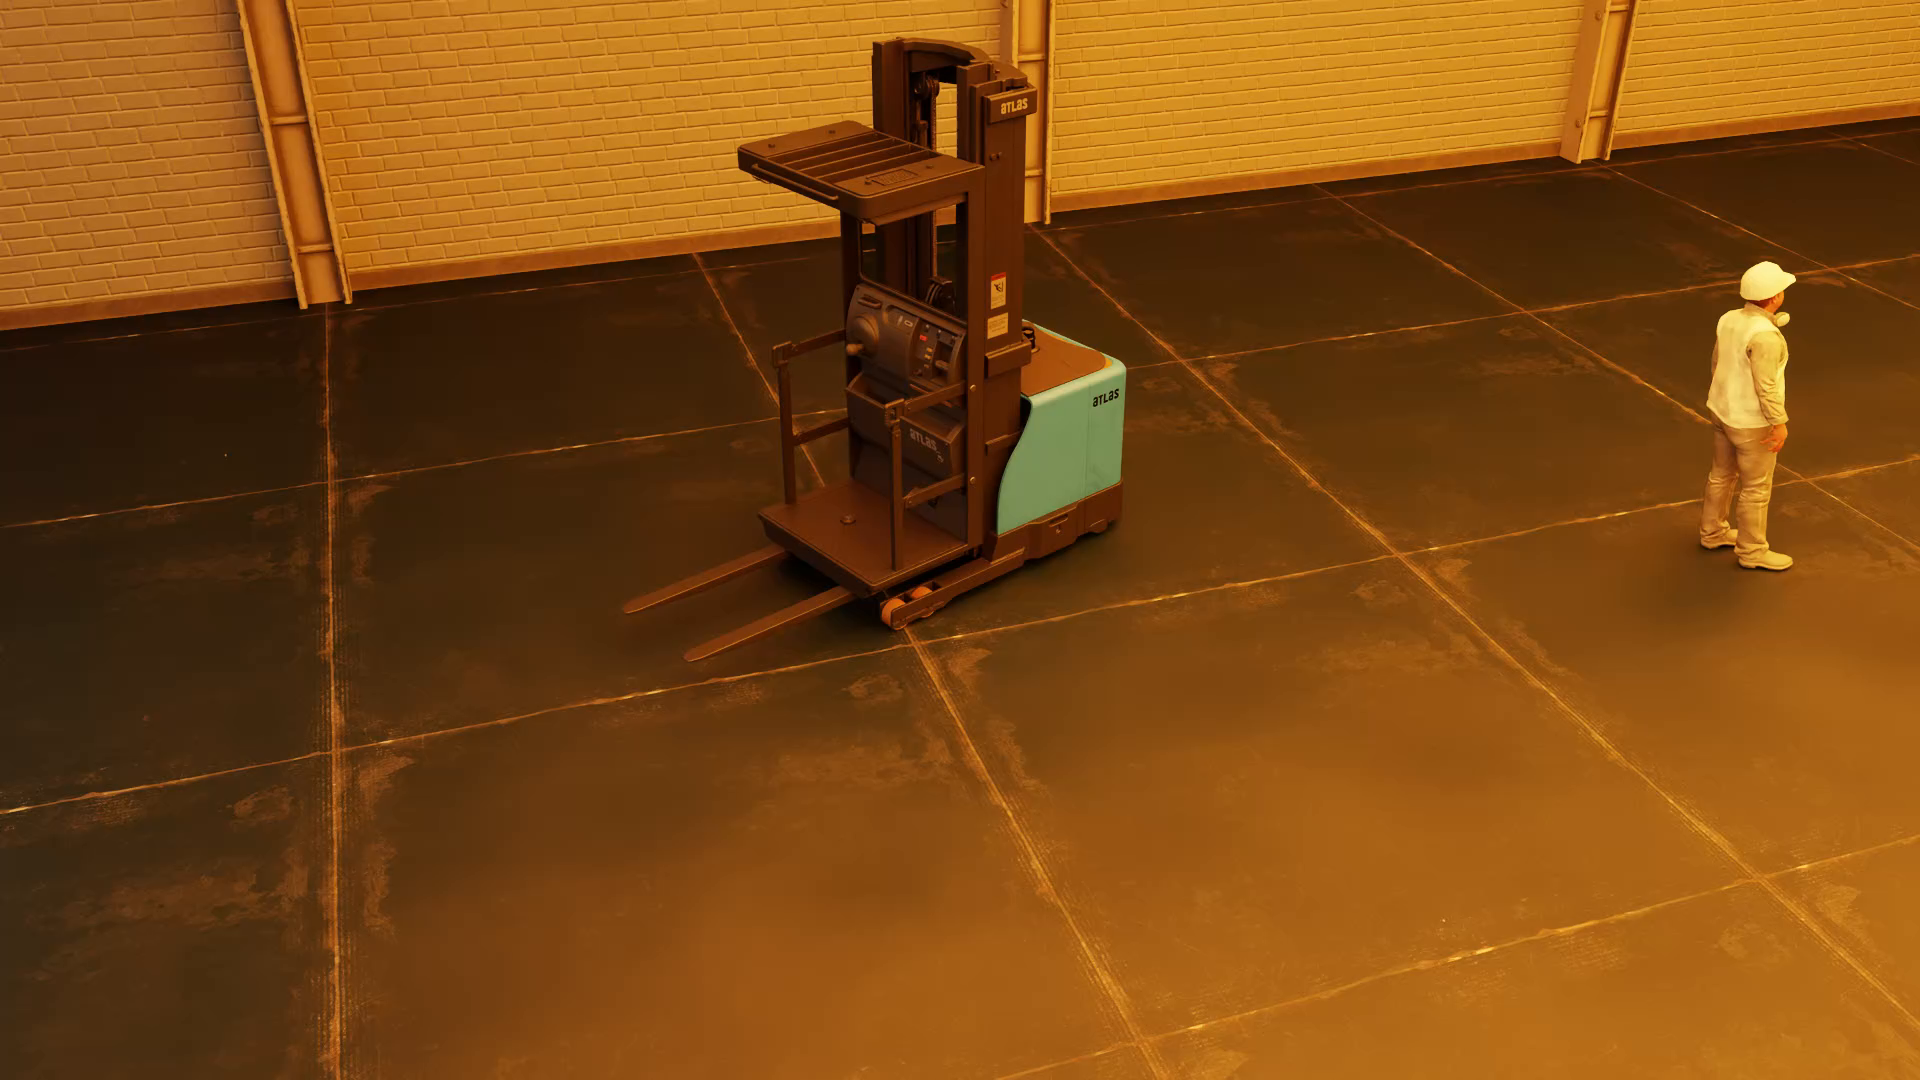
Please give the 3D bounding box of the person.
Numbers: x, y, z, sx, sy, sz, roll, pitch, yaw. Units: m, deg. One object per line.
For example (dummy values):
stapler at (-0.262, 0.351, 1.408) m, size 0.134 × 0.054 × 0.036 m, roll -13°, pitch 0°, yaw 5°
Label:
person at (4.558, -0.731, 9.502) m, size 0.569 × 1.773 × 0.632 m, roll -3°, pitch 30°, yaw -6°

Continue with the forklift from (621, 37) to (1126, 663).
forklift at (-0.461, -1.072, 8.951) m, size 3.031 × 2.935 × 1.130 m, roll -23°, pitch 37°, yaw -34°
